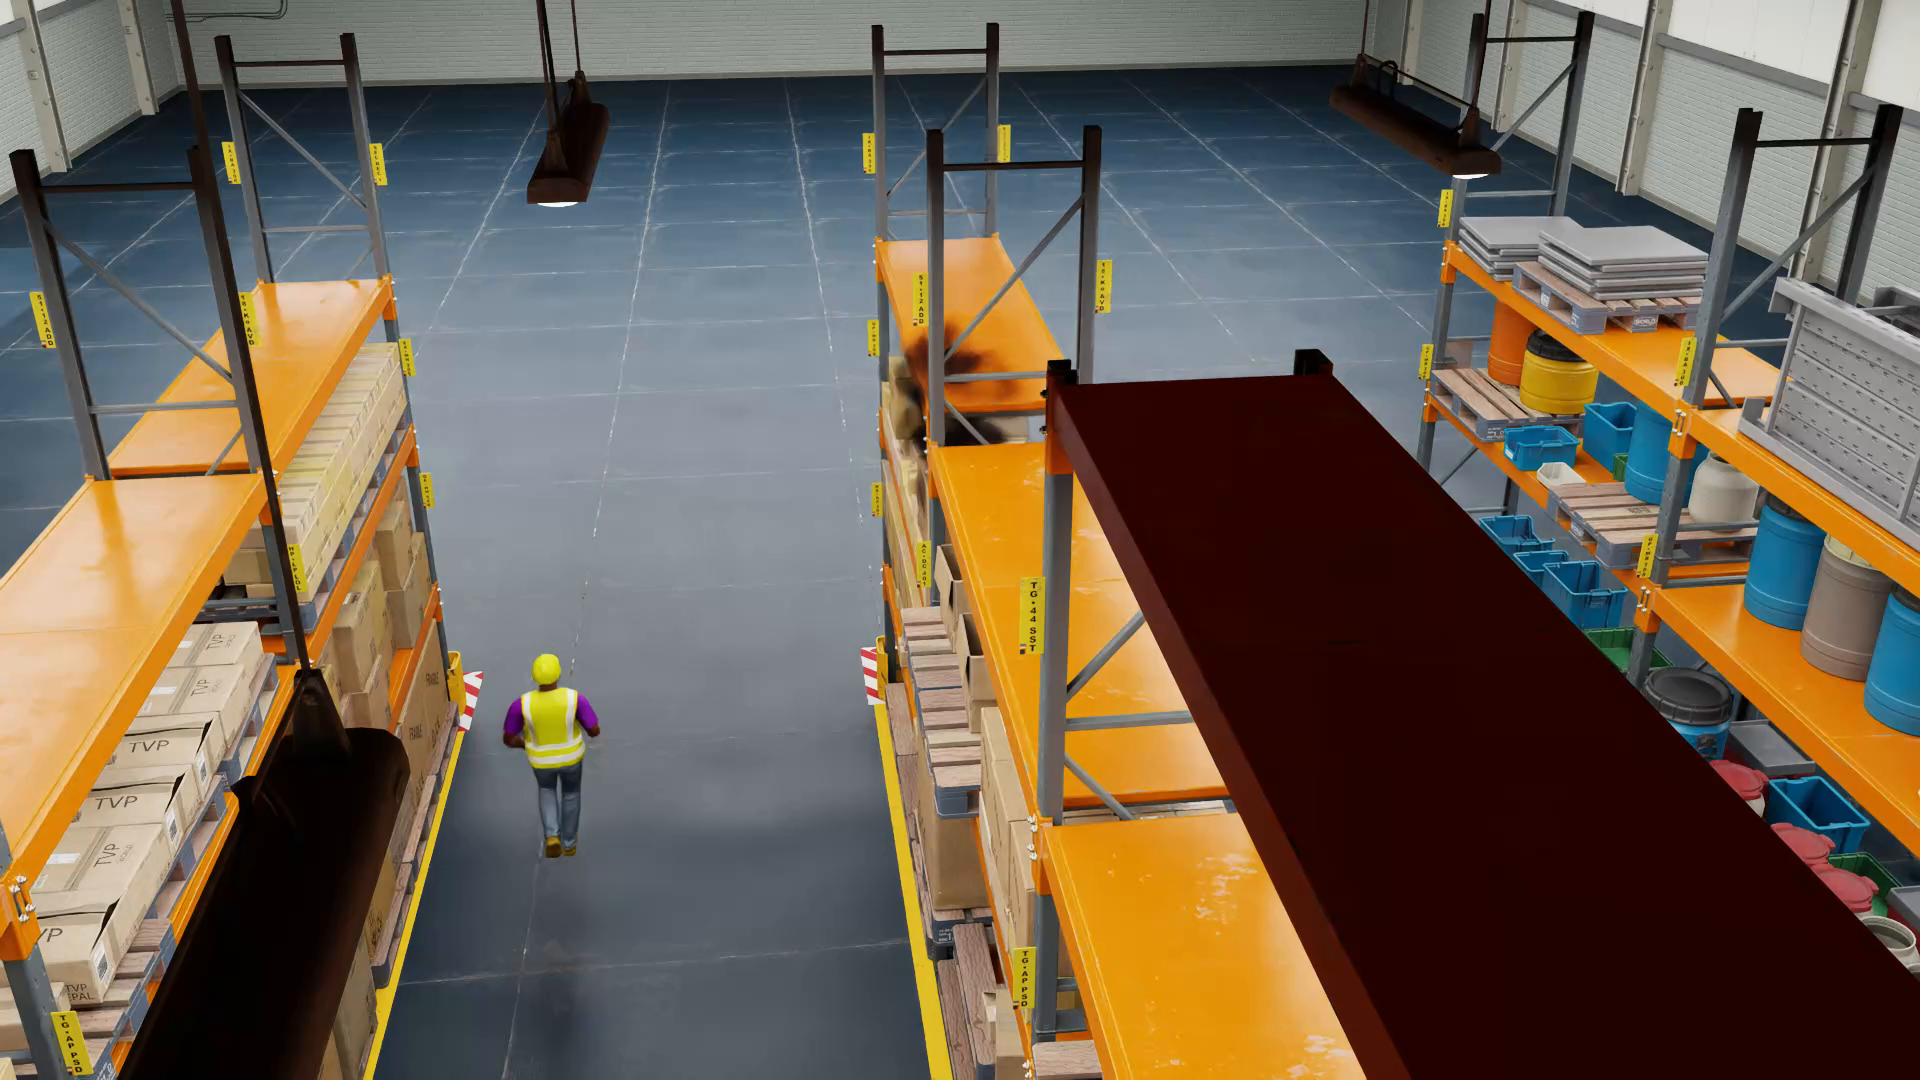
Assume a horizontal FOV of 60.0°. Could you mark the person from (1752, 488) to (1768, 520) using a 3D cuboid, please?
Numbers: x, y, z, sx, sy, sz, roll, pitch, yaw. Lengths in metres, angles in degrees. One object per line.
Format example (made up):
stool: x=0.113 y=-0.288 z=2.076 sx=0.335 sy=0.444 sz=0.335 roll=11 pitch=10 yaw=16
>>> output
person: x=8.766 y=-0.449 z=17.715 sx=0.776 sy=1.541 sz=0.753 roll=5 pitch=26 yaw=11

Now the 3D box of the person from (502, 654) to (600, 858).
person: x=-3.038 y=1.603 z=12.502 sx=0.695 sy=1.740 sz=0.560 roll=-4 pitch=26 yaw=-9

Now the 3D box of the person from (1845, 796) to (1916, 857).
person: x=7.317 y=1.753 z=13.001 sx=0.506 sy=1.599 sz=1.035 roll=-11 pitch=27 yaw=-21
